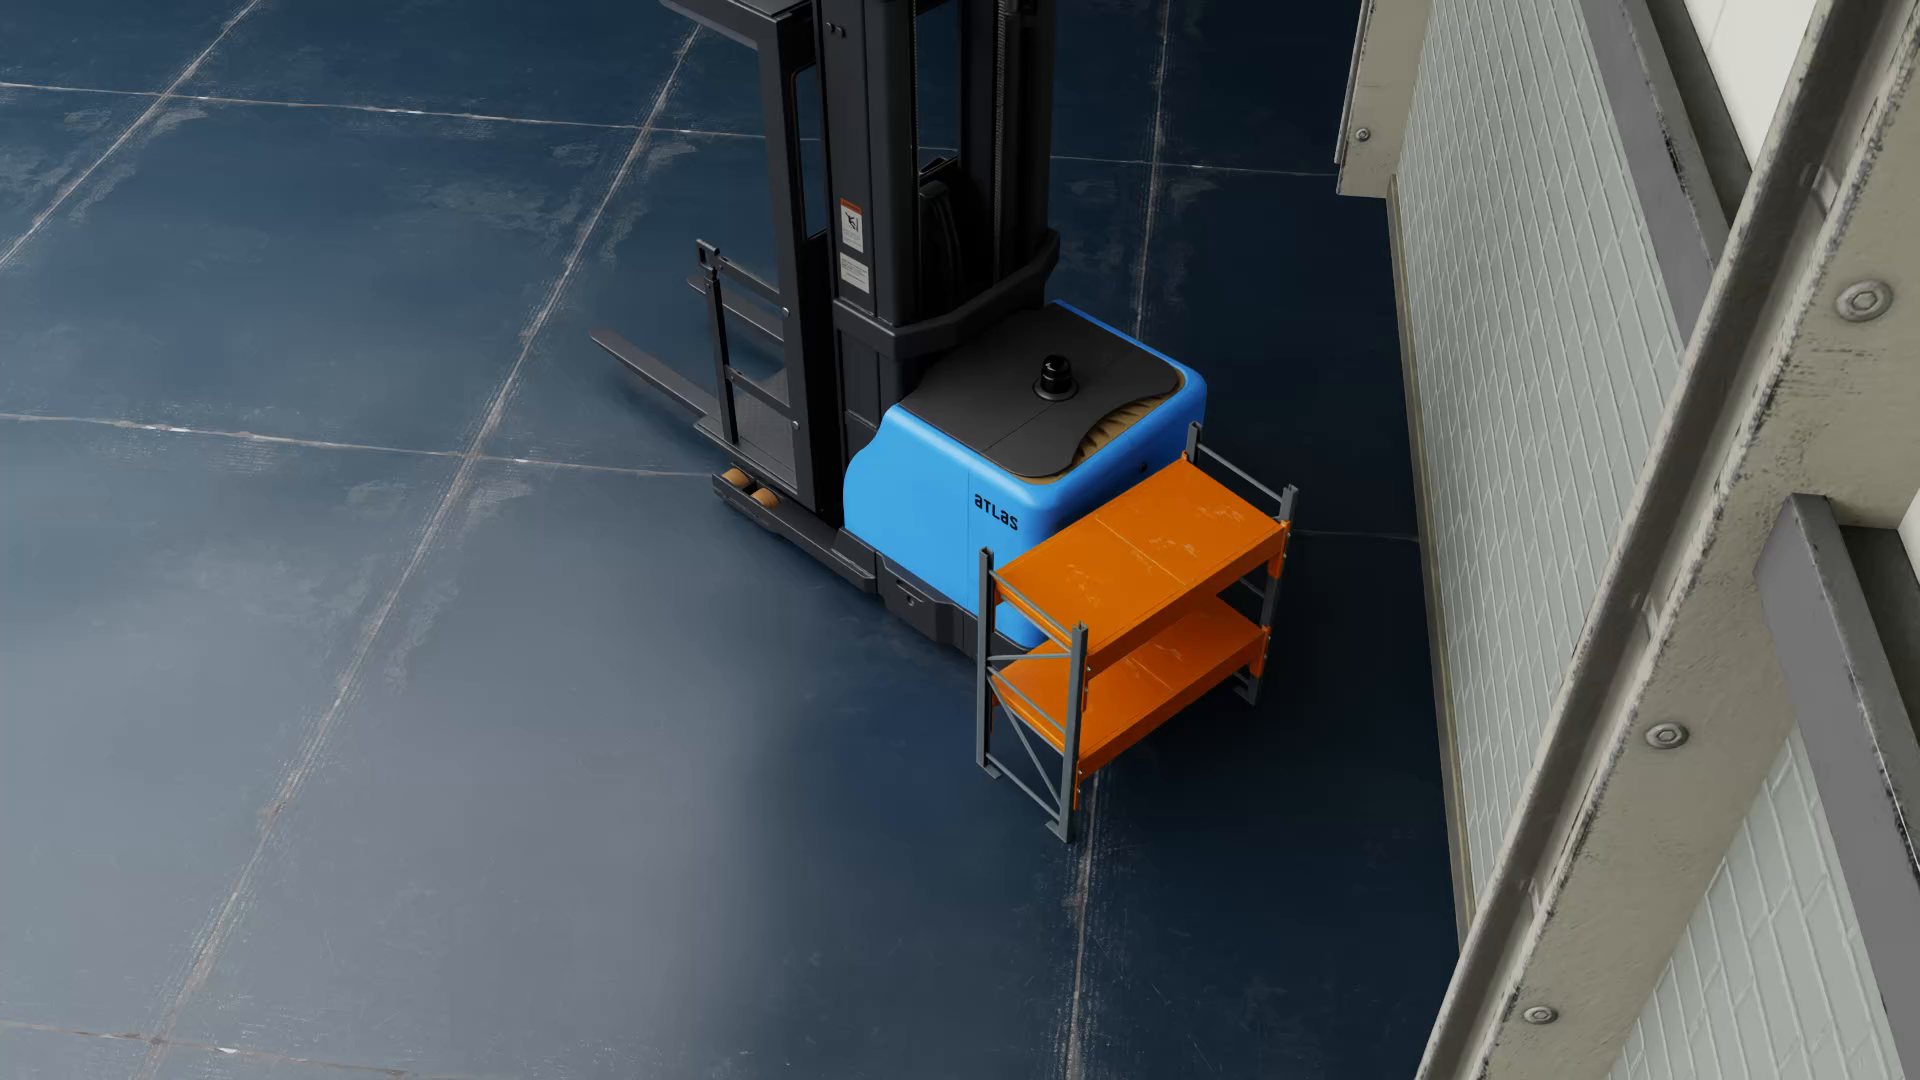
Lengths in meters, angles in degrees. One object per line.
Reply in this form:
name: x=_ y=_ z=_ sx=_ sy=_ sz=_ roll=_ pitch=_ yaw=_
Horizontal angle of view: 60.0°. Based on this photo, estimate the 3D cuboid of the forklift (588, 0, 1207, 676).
forklift: x=-0.455 y=-1.358 z=6.552 sx=3.031 sy=2.935 sz=1.130 roll=33 pitch=52 yaw=30

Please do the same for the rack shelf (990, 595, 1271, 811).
rack shelf: x=0.623 y=0.514 z=6.244 sx=1.000 sy=0.278 sz=0.538 roll=-31 pitch=51 yaw=-28

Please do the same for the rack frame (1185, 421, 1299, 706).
rack frame: x=1.008 y=0.109 z=6.317 sx=0.032 sy=1.125 sz=0.500 roll=-31 pitch=51 yaw=-28

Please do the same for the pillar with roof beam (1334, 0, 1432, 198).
pillar with roof beam: x=-1.984 y=-5.709 z=6.735 sx=9.100 sy=9.000 sz=0.400 roll=5 pitch=44 yaw=6

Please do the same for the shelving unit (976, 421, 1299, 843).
shelving unit: x=0.623 y=0.337 z=6.076 sx=1.048 sy=1.125 sz=0.538 roll=-31 pitch=51 yaw=-28

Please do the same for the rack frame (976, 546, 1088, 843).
rack frame: x=0.237 y=0.564 z=5.835 sx=0.032 sy=1.125 sz=0.500 roll=-31 pitch=51 yaw=-28

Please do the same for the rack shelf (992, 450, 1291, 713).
rack shelf: x=0.623 y=0.124 z=5.875 sx=1.000 sy=0.278 sz=0.538 roll=-31 pitch=51 yaw=-28
